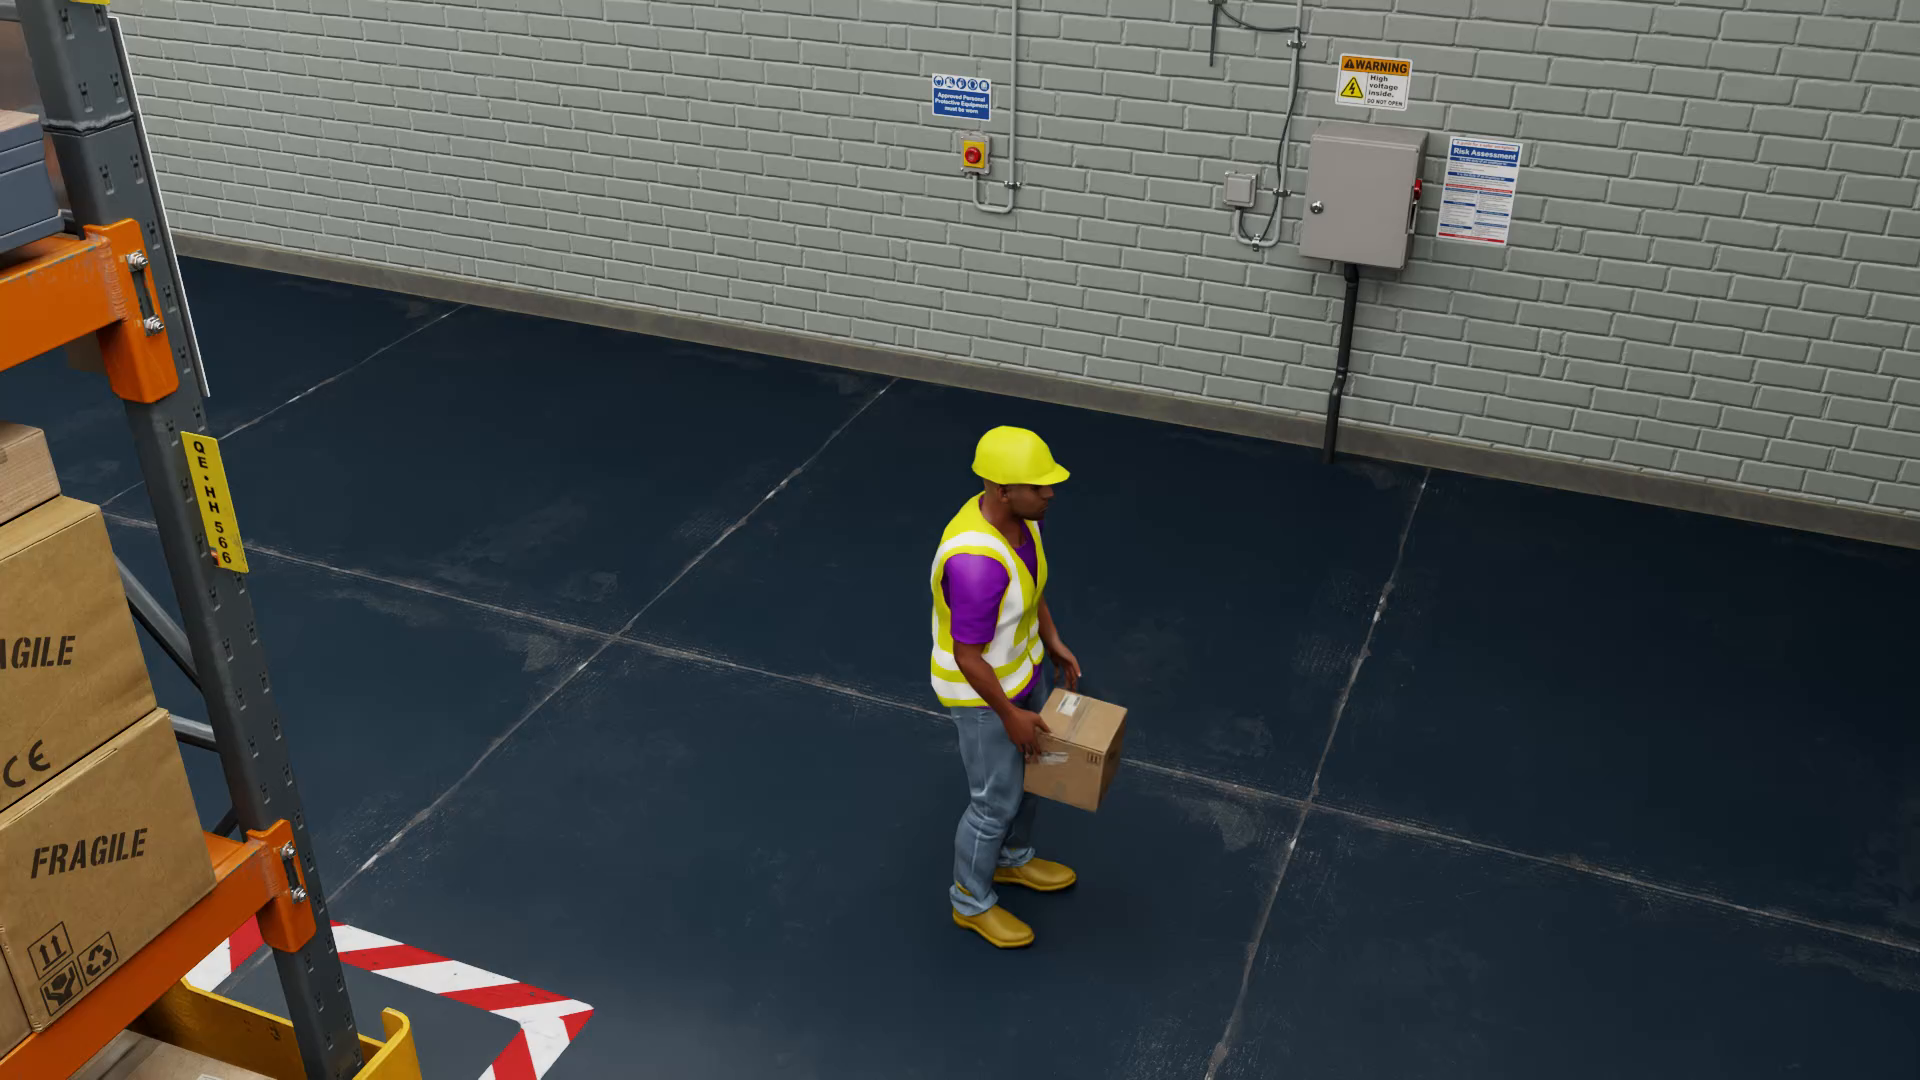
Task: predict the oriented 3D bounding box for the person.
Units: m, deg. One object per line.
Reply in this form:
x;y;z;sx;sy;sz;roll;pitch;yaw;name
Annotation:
0.147;0.449;5.309;0.456;1.767;0.580;11;31;18;person
